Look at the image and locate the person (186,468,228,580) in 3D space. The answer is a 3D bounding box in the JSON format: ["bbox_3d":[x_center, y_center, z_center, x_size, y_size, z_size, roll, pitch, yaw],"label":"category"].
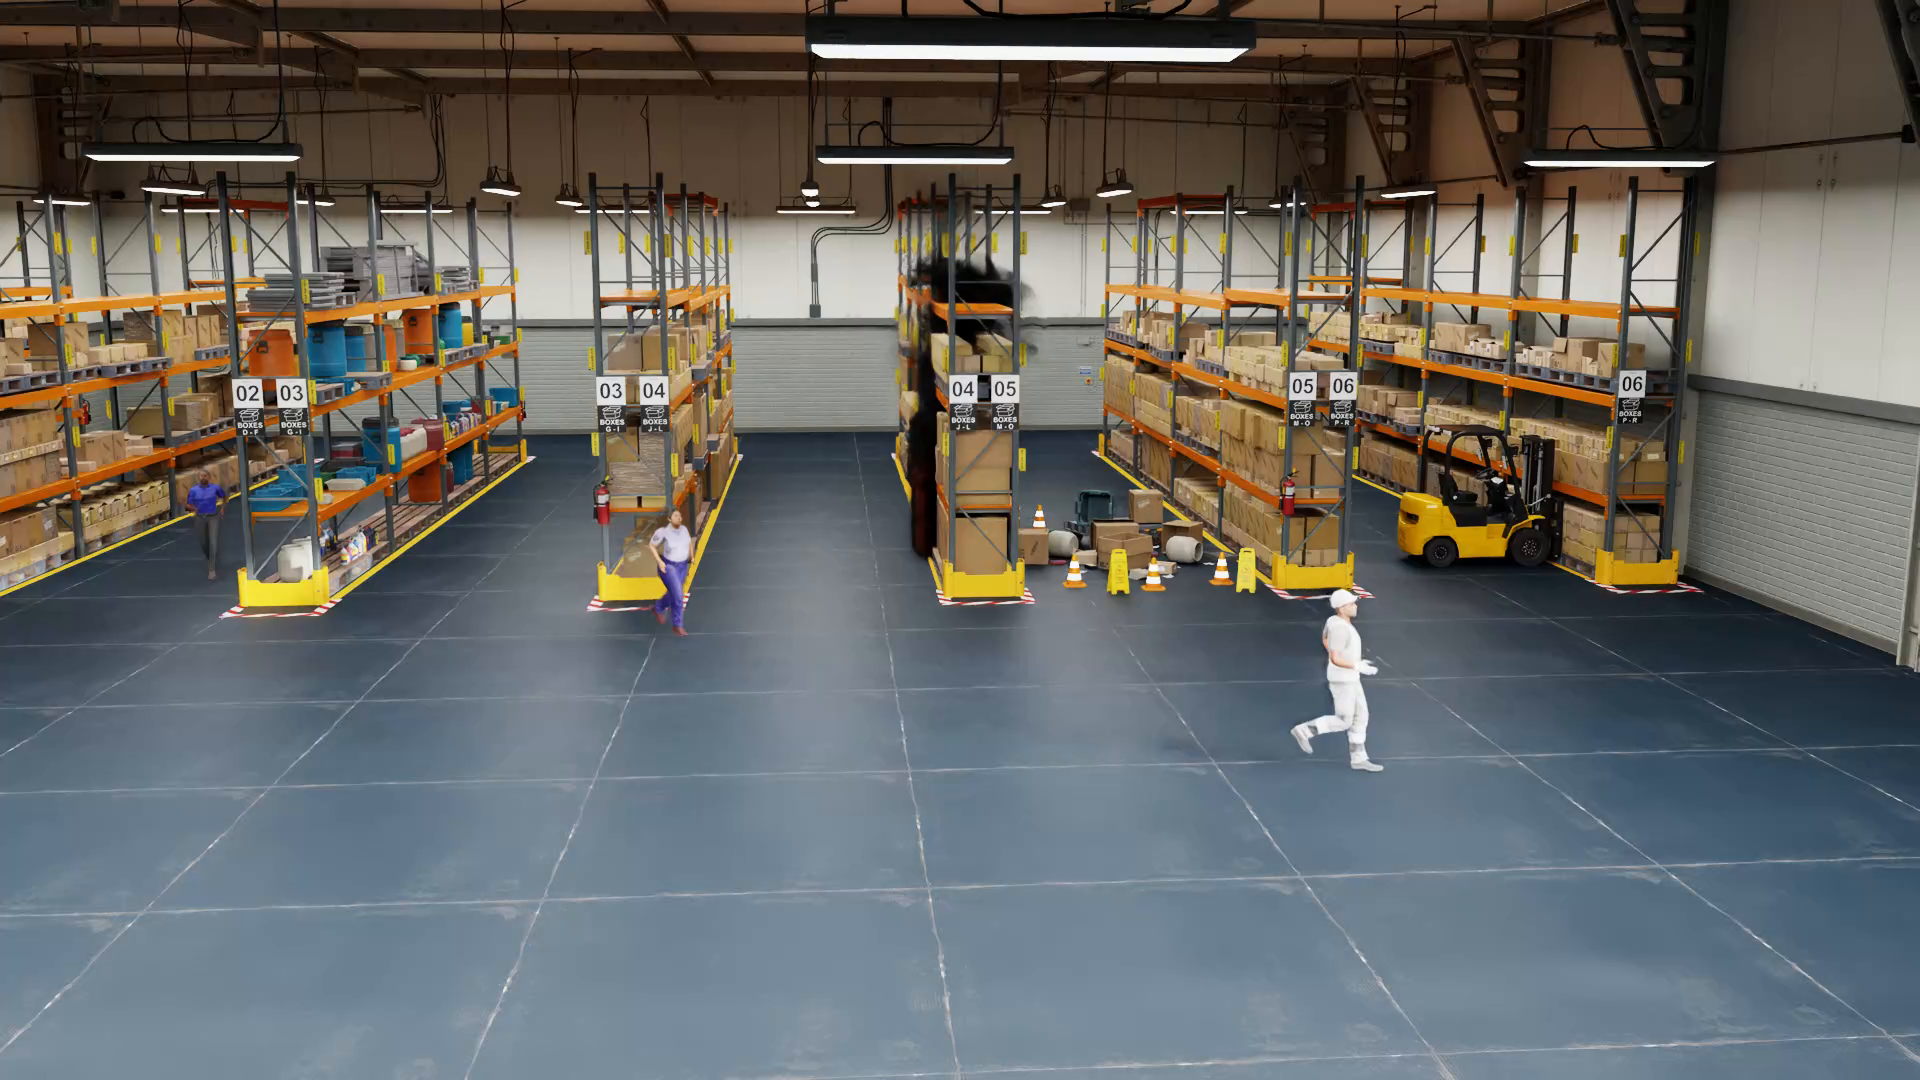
[{"bbox_3d":[-11.503,-0.272,25.431,0.581,1.658,0.920,-3,11,-18],"label":"person"}]

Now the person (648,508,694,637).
[{"bbox_3d":[-3.779,0.403,21.775,0.789,1.688,0.606,8,13,37],"label":"person"}]

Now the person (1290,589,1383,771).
[{"bbox_3d":[3.655,1.344,16.001,0.888,1.769,0.655,3,10,17],"label":"person"}]
